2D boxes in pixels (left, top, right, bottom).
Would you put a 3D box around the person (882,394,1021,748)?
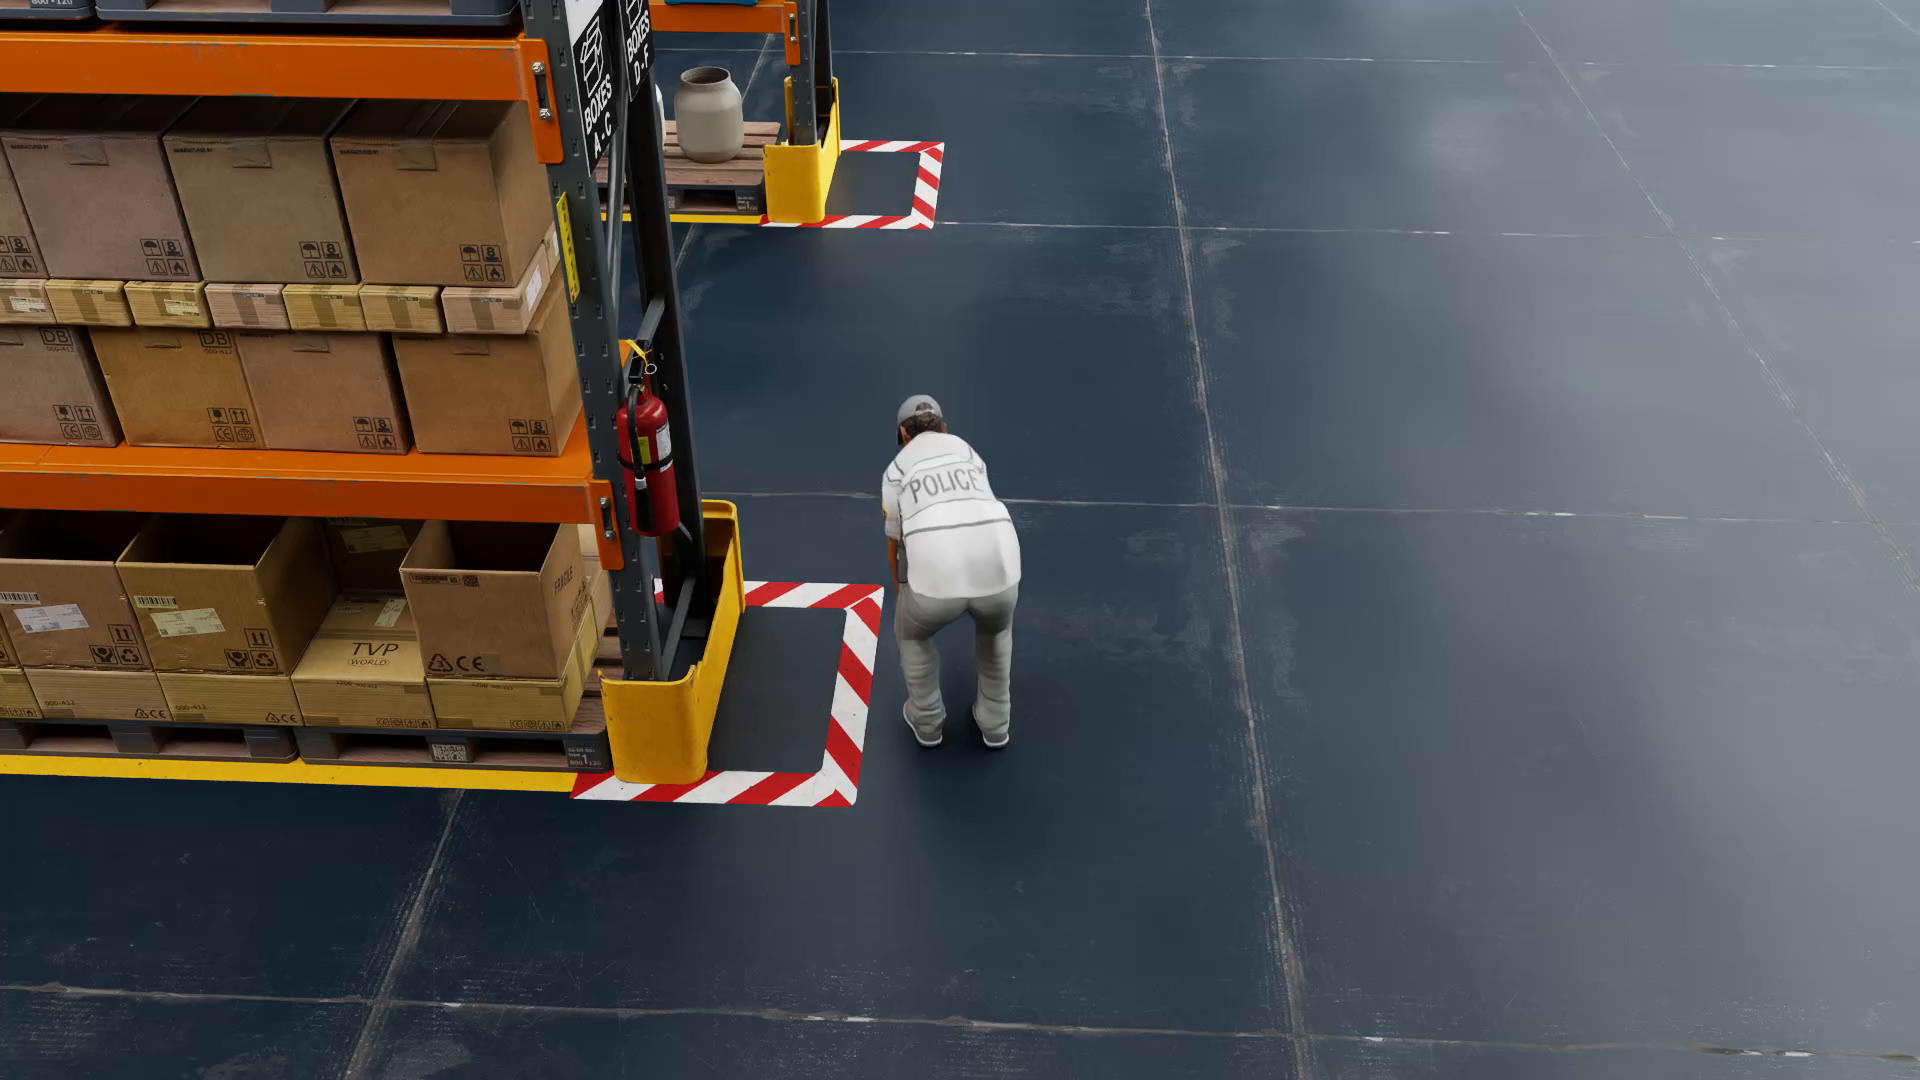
[{"bbox_3d":[-0.058,0.152,6.334,0.465,1.204,0.921,-8,37,-10],"label":"person"}]
